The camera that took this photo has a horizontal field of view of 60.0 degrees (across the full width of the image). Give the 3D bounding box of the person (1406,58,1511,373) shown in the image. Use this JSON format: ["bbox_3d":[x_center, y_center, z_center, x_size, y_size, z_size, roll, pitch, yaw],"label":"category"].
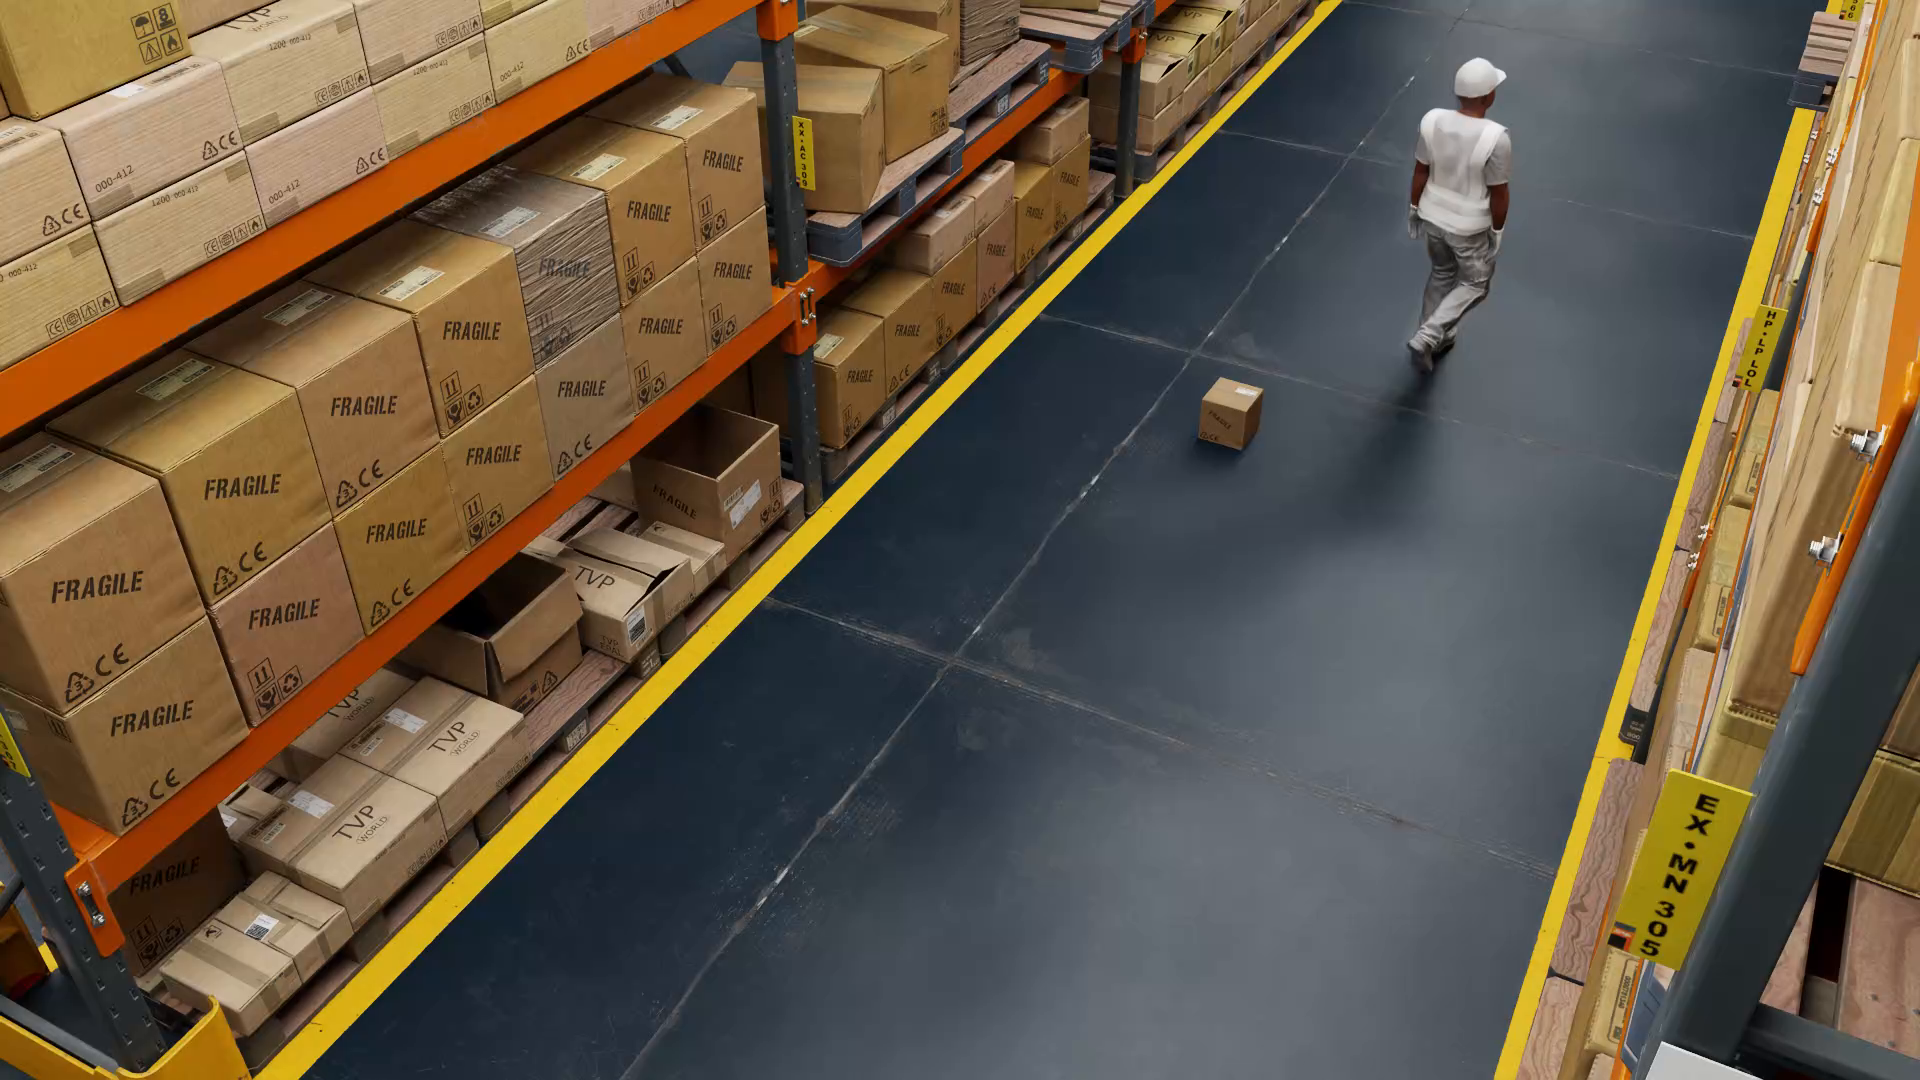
[{"bbox_3d":[2.659,-1.717,8.939,0.729,1.767,0.557,-28,46,-31],"label":"person"}]
